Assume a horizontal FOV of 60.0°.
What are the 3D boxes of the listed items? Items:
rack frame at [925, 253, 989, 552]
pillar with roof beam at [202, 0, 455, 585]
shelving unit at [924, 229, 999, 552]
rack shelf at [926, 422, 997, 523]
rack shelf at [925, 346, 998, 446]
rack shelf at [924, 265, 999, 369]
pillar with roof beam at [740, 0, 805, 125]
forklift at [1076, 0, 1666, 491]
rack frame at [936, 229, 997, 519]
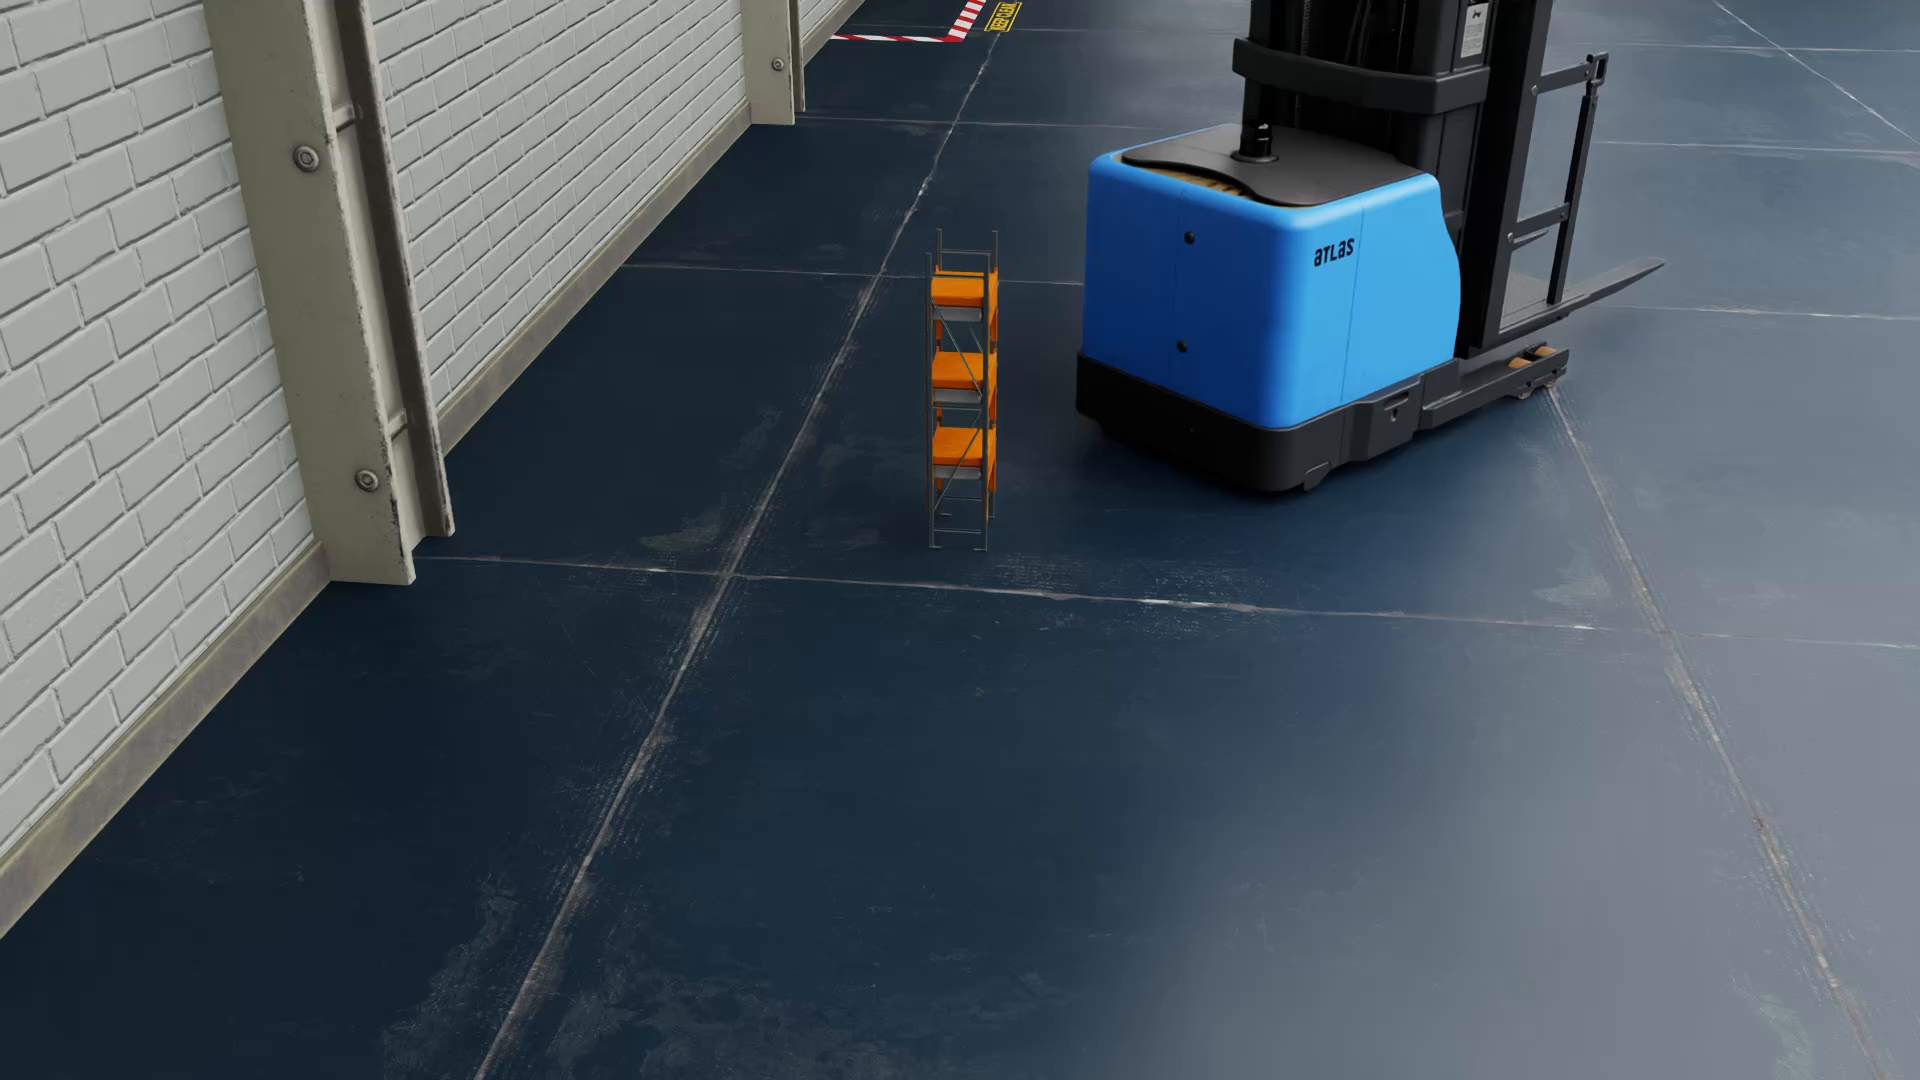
[{"bbox_3d":[-0.008,-0.430,5.441,0.200,1.050,0.008,3,28,6],"label":"rack frame"},{"bbox_3d":[2.332,-3.665,3.065,9.100,9.000,0.400,3,28,6],"label":"pillar with roof beam"},{"bbox_3d":[0.007,-0.487,5.548,0.215,1.050,0.252,3,28,6],"label":"shelving unit"},{"bbox_3d":[0.007,-0.233,5.685,0.215,0.259,0.240,3,28,6],"label":"rack shelf"},{"bbox_3d":[0.007,-0.478,5.553,0.215,0.259,0.240,3,28,6],"label":"rack shelf"},{"bbox_3d":[0.007,-0.728,5.418,0.215,0.259,0.240,3,28,6],"label":"rack shelf"},{"bbox_3d":[3.067,-6.489,8.307,9.100,9.000,0.400,3,28,6],"label":"pillar with roof beam"},{"bbox_3d":[1.900,-2.036,6.439,3.031,2.935,1.130,-22,35,-35],"label":"forklift"},{"bbox_3d":[0.022,-0.545,5.654,0.200,1.050,0.008,3,28,6],"label":"rack frame"}]
